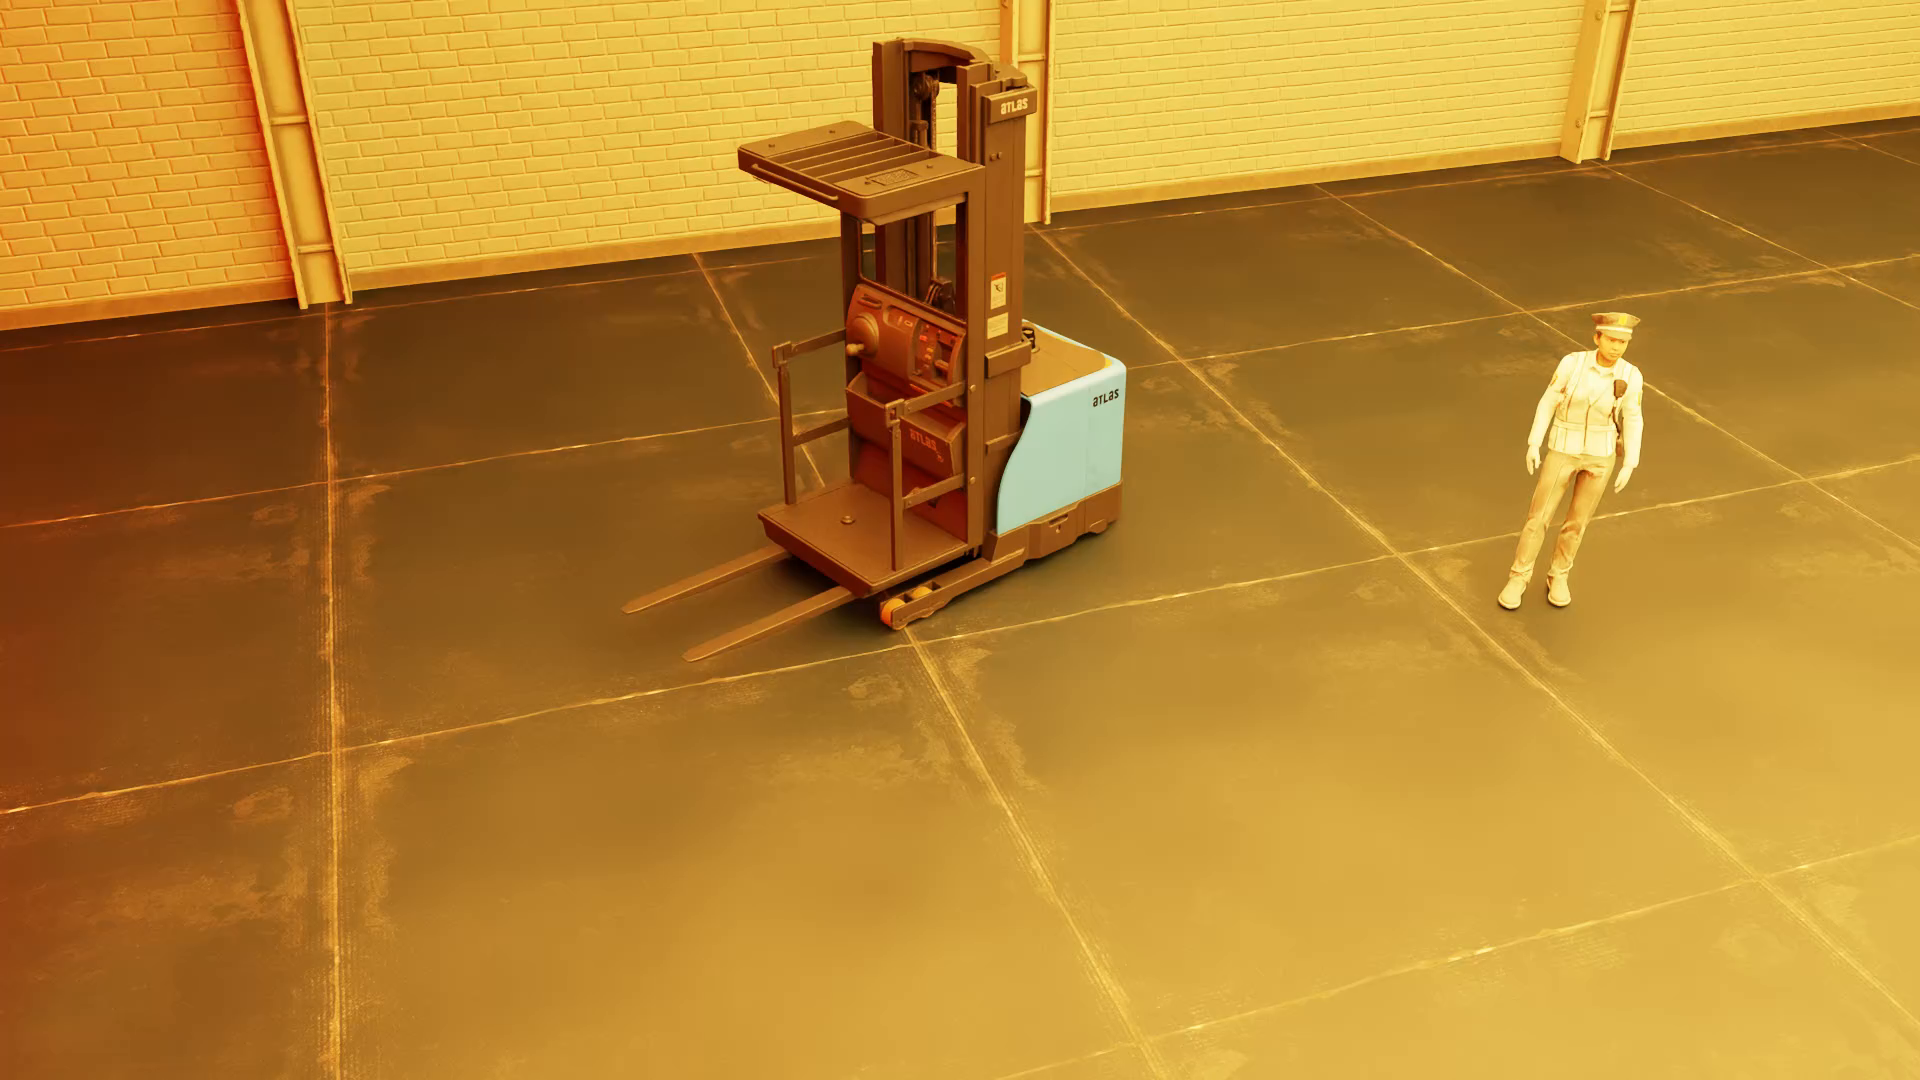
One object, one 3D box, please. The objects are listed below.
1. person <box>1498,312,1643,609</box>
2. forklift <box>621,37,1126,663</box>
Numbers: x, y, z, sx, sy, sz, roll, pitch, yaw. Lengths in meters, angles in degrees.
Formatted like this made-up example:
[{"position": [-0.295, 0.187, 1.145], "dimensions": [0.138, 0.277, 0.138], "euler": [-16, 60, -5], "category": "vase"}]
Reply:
[{"position": [3.382, -0.430, 9.060], "dimensions": [0.585, 1.695, 0.532], "euler": [10, 31, 16], "category": "person"}, {"position": [-0.461, -1.072, 8.951], "dimensions": [3.031, 2.935, 1.130], "euler": [-23, 37, -34], "category": "forklift"}]
